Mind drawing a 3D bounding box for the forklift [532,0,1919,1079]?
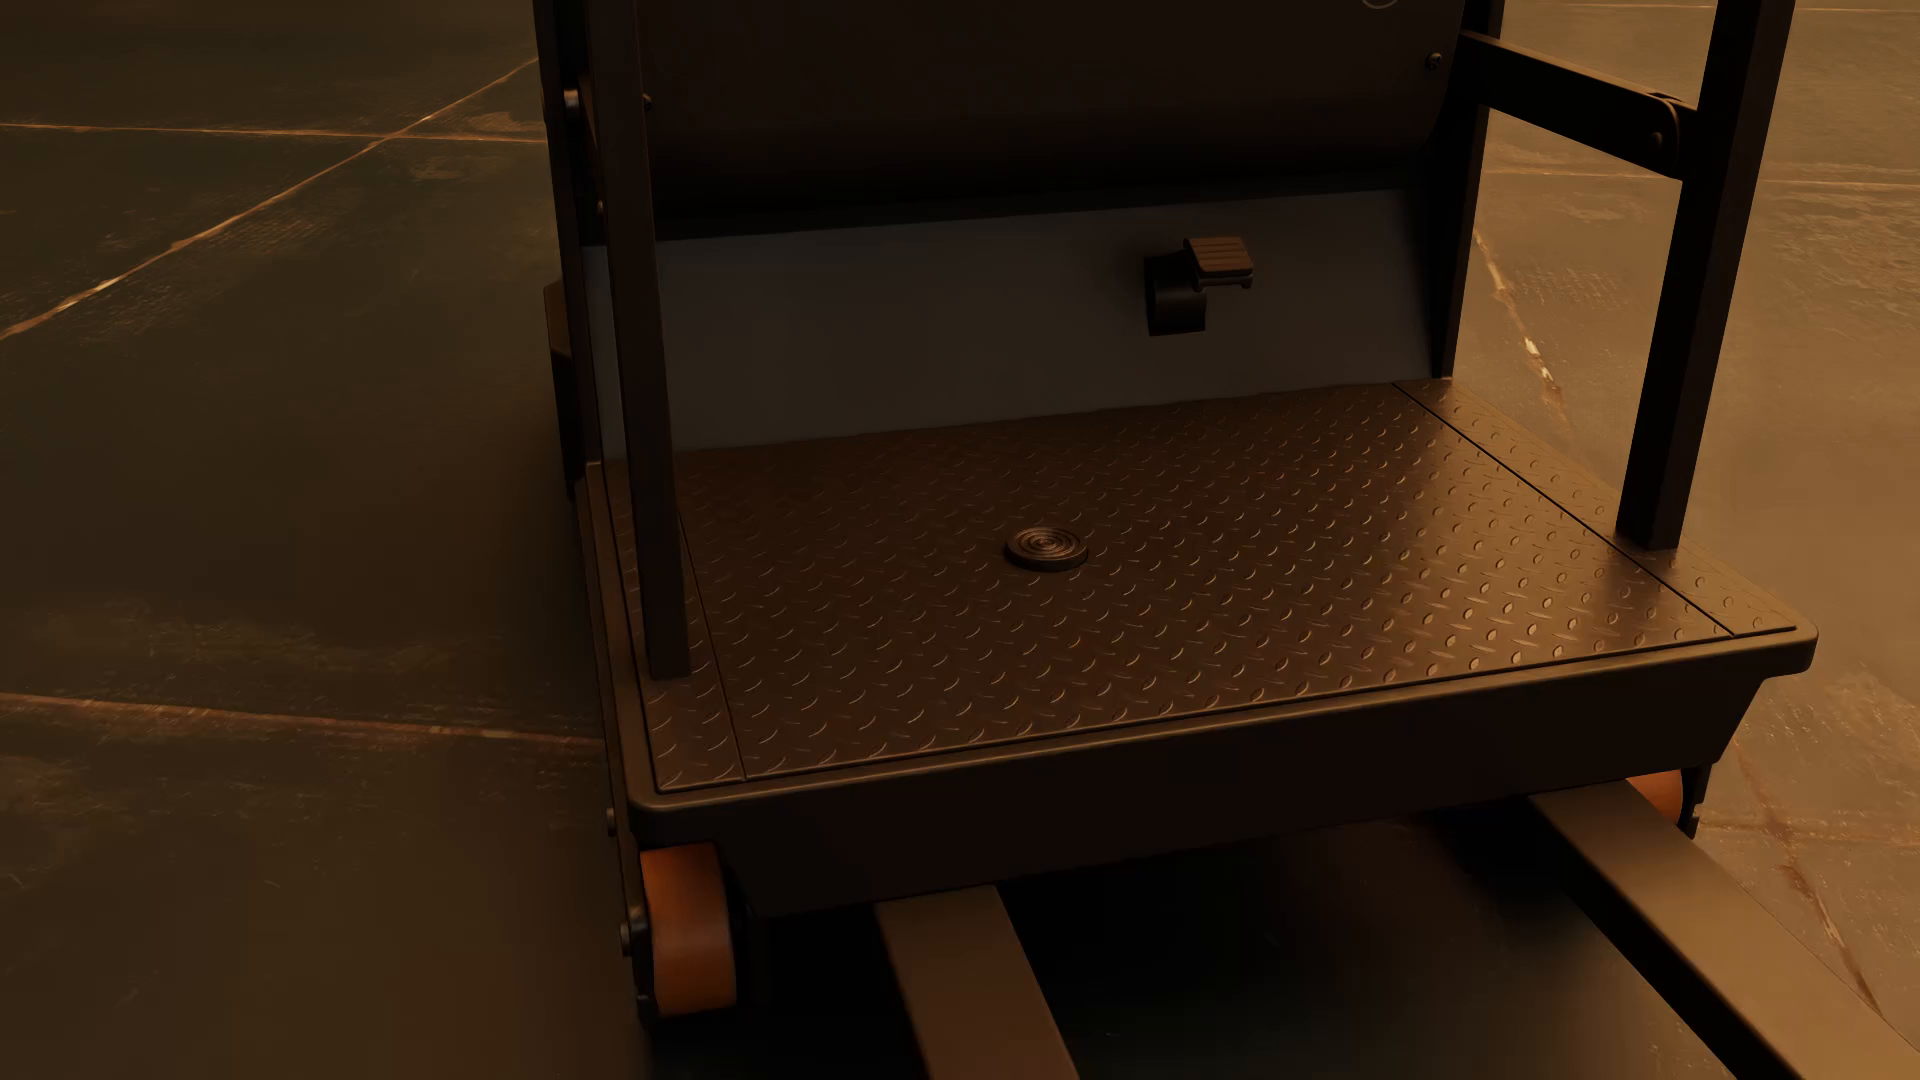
[{"bbox_3d":[0.153,-1.049,1.319,1.130,2.935,3.031,-7,27,-13],"label":"forklift"}]
